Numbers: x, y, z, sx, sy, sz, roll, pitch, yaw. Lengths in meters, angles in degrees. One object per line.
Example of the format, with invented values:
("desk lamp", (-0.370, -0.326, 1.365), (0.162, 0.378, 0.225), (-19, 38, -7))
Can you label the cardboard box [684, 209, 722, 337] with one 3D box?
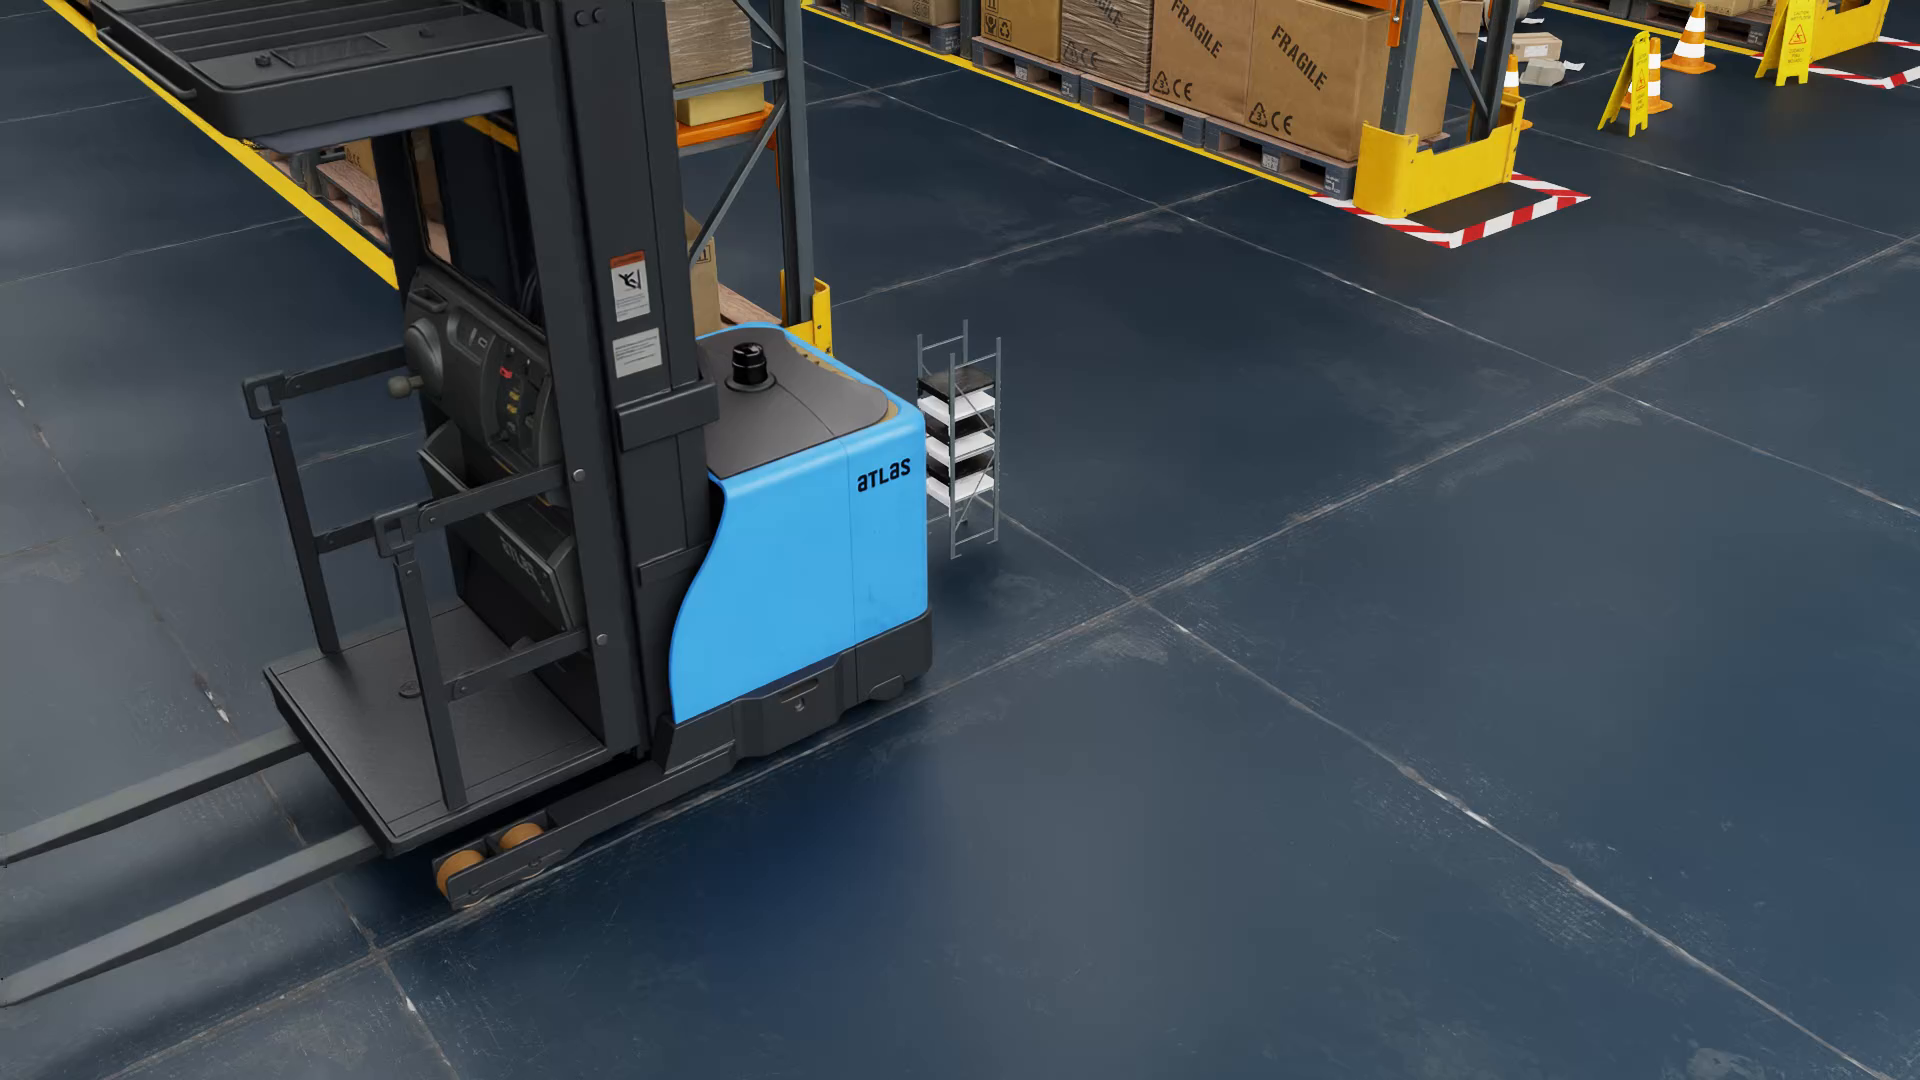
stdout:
("cardboard box", (-1.466, -1.239, 7.873), (0.500, 0.500, 0.500), (-15, 35, -23))

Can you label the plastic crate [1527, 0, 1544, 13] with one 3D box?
("plastic crate", (4.594, -4.570, 14.033), (0.583, 0.080, 0.402), (18, 36, 27))

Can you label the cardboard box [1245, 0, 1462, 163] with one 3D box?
("cardboard box", (2.416, -2.957, 10.283), (0.875, 0.875, 0.875), (-22, 38, -31))

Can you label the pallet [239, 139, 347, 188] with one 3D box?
("pallet", (-4.028, -2.663, 10.838), (1.003, 0.211, 1.213), (-22, 38, -31))

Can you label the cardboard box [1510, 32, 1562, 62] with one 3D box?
("cardboard box", (4.333, -3.745, 12.638), (0.380, 0.149, 0.250), (-4, 32, -7))

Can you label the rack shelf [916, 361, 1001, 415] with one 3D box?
("rack shelf", (-0.005, -0.587, 6.393), (0.258, 0.077, 0.200), (-22, 38, -31))

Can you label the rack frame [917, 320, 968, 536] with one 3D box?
("rack frame", (-0.067, -0.428, 6.586), (0.240, 0.900, 0.006), (-22, 38, -31))

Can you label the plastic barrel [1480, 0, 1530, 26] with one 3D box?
("plastic barrel", (4.269, -4.340, 13.336), (0.512, 0.421, 0.421), (1, 32, 2))

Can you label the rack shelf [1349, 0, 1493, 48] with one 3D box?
("rack shelf", (1.657, -3.947, 10.945), (1.077, 0.370, 4.000), (-22, 38, -31))

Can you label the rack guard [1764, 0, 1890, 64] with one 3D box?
("rack guard", (6.685, -4.033, 12.770), (1.175, 0.500, 0.348), (-22, 38, -31))

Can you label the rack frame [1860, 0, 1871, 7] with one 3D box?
("rack frame", (6.732, -5.063, 12.059), (1.000, 3.000, 0.127), (-22, 38, -31))

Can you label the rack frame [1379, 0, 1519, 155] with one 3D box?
("rack frame", (2.884, -3.420, 9.413), (1.000, 3.000, 0.127), (-22, 38, -31))

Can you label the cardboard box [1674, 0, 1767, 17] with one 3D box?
("cardboard box", (6.009, -4.333, 13.092), (0.500, 0.250, 0.500), (-22, 38, -32))

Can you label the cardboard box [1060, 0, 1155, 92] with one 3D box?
("cardboard box", (1.317, -3.703, 11.485), (0.875, 0.875, 0.875), (-22, 38, -31))

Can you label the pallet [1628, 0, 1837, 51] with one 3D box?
("pallet", (6.215, -4.260, 13.409), (1.003, 0.211, 1.213), (-22, 38, -31))

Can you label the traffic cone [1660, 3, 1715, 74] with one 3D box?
("traffic cone", (5.449, -3.747, 12.345), (0.336, 0.463, 0.334), (-22, 38, -31))

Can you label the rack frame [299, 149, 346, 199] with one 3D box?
("rack frame", (-3.549, -3.524, 9.581), (1.000, 3.000, 0.127), (-22, 38, -31))

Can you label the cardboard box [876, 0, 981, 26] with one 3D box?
("cardboard box", (-0.021, -4.539, 12.949), (1.050, 0.750, 0.750), (-22, 38, -32))

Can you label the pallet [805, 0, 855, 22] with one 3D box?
("pallet", (-0.854, -4.708, 14.130), (1.003, 0.211, 1.213), (-22, 38, -31))

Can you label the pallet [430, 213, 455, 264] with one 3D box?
("pallet", (-2.357, -1.562, 9.065), (1.003, 0.211, 1.213), (-22, 38, -31))

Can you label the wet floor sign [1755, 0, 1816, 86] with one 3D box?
("wet floor sign", (6.003, -3.638, 11.995), (0.267, 0.644, 0.232), (-10, 33, -15))

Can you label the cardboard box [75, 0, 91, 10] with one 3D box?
("cardboard box", (-6.409, -4.761, 13.189), (1.225, 0.875, 0.875), (-24, 39, -33))

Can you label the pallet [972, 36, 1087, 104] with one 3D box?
("pallet", (0.836, -3.560, 12.282), (1.003, 0.211, 1.213), (-22, 38, -31))

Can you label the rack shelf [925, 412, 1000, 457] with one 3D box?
("rack shelf", (-0.005, -0.434, 6.488), (0.258, 0.077, 0.200), (-22, 38, -31))

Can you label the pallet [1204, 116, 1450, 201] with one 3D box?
("pallet", (2.332, -2.543, 10.644), (1.003, 0.211, 1.213), (-22, 38, -31))

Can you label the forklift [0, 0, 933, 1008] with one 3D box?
("forklift", (-1.565, -0.463, 4.717), (3.031, 2.935, 1.130), (-23, 38, -32))

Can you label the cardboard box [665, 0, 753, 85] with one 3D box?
("cardboard box", (-1.412, -2.264, 7.175), (0.875, 0.500, 0.500), (-22, 38, -31))

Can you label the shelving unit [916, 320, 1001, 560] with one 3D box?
("shelving unit", (-0.005, -0.386, 6.518), (0.258, 0.900, 0.210), (-22, 38, -31))

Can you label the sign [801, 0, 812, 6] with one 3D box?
("sign", (-0.668, -2.400, 6.951), (0.100, 0.325, 0.005), (-22, 38, -31))

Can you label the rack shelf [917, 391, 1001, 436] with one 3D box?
("rack shelf", (-0.005, -0.510, 6.441), (0.258, 0.077, 0.200), (-22, 38, -31))

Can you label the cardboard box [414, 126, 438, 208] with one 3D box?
("cardboard box", (-2.978, -2.225, 9.460), (0.500, 0.500, 0.500), (-11, 33, -16))

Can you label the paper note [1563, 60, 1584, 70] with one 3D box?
("paper note", (4.580, -3.552, 12.440), (0.142, 0.019, 0.148), (18, 36, 27))
